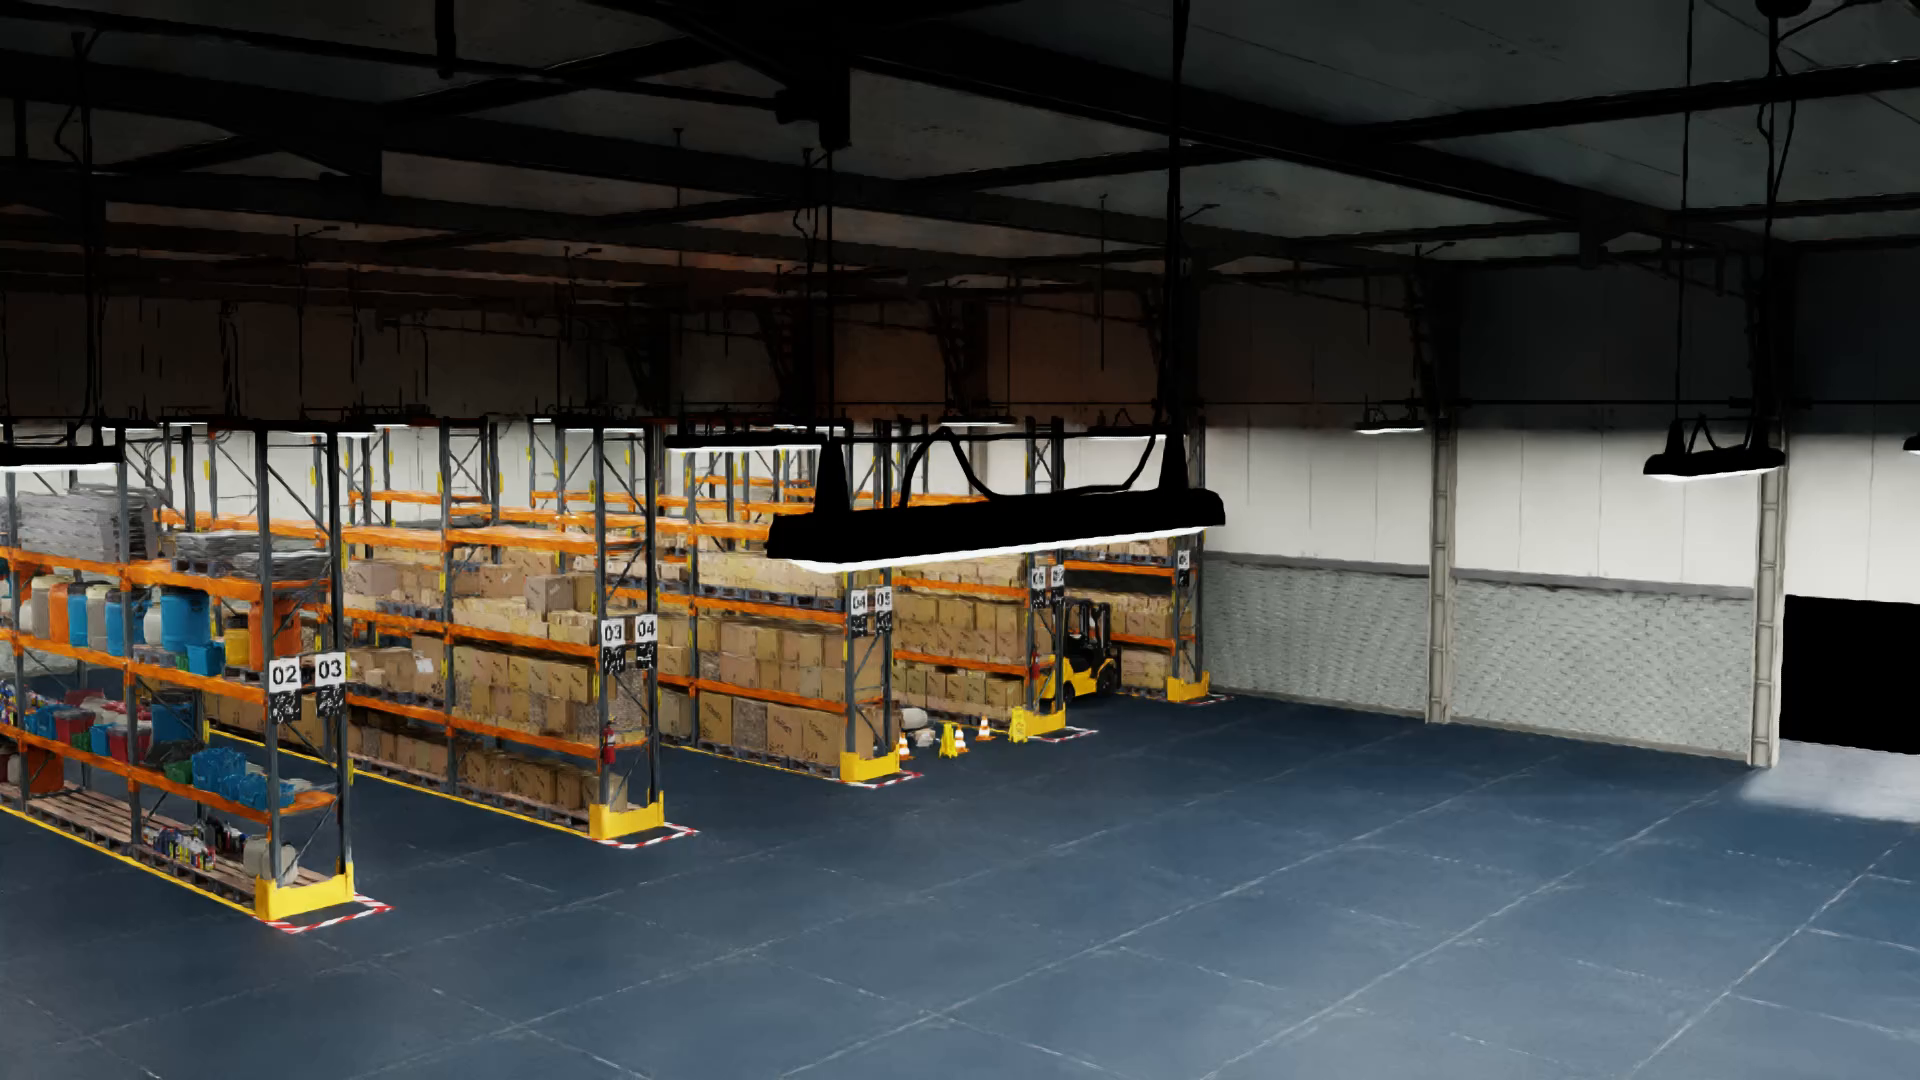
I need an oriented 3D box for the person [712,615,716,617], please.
[{"bbox_3d":[-5.300,2.479,35.863,0.586,1.718,0.639,-2,5,-26],"label":"person"}]
